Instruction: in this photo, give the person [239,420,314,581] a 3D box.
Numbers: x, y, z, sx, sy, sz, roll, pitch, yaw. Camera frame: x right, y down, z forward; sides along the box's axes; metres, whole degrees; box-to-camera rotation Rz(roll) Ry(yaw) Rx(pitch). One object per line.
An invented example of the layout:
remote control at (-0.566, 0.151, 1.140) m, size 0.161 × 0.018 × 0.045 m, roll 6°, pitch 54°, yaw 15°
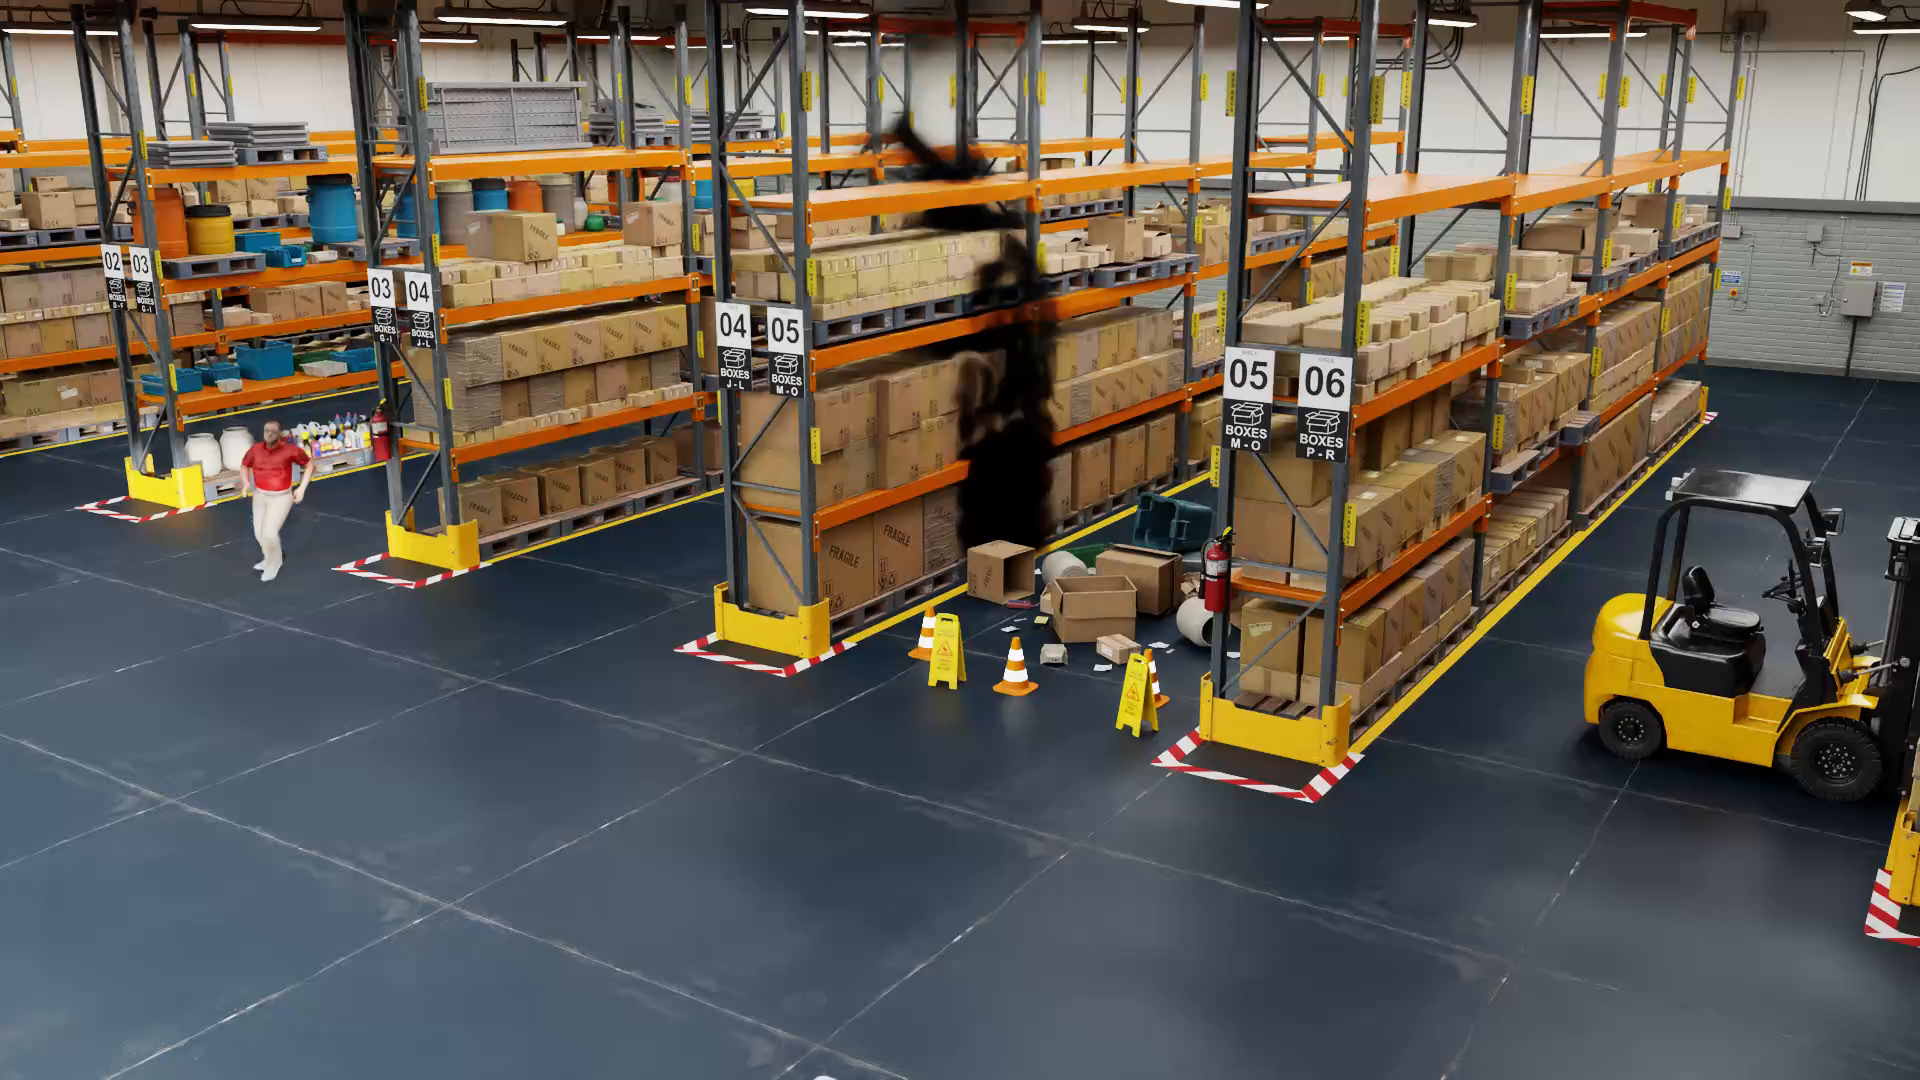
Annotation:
person at (-7.262, -0.413, 17.629) m, size 0.730 × 1.732 × 0.660 m, roll 2°, pitch 16°, yaw 7°
